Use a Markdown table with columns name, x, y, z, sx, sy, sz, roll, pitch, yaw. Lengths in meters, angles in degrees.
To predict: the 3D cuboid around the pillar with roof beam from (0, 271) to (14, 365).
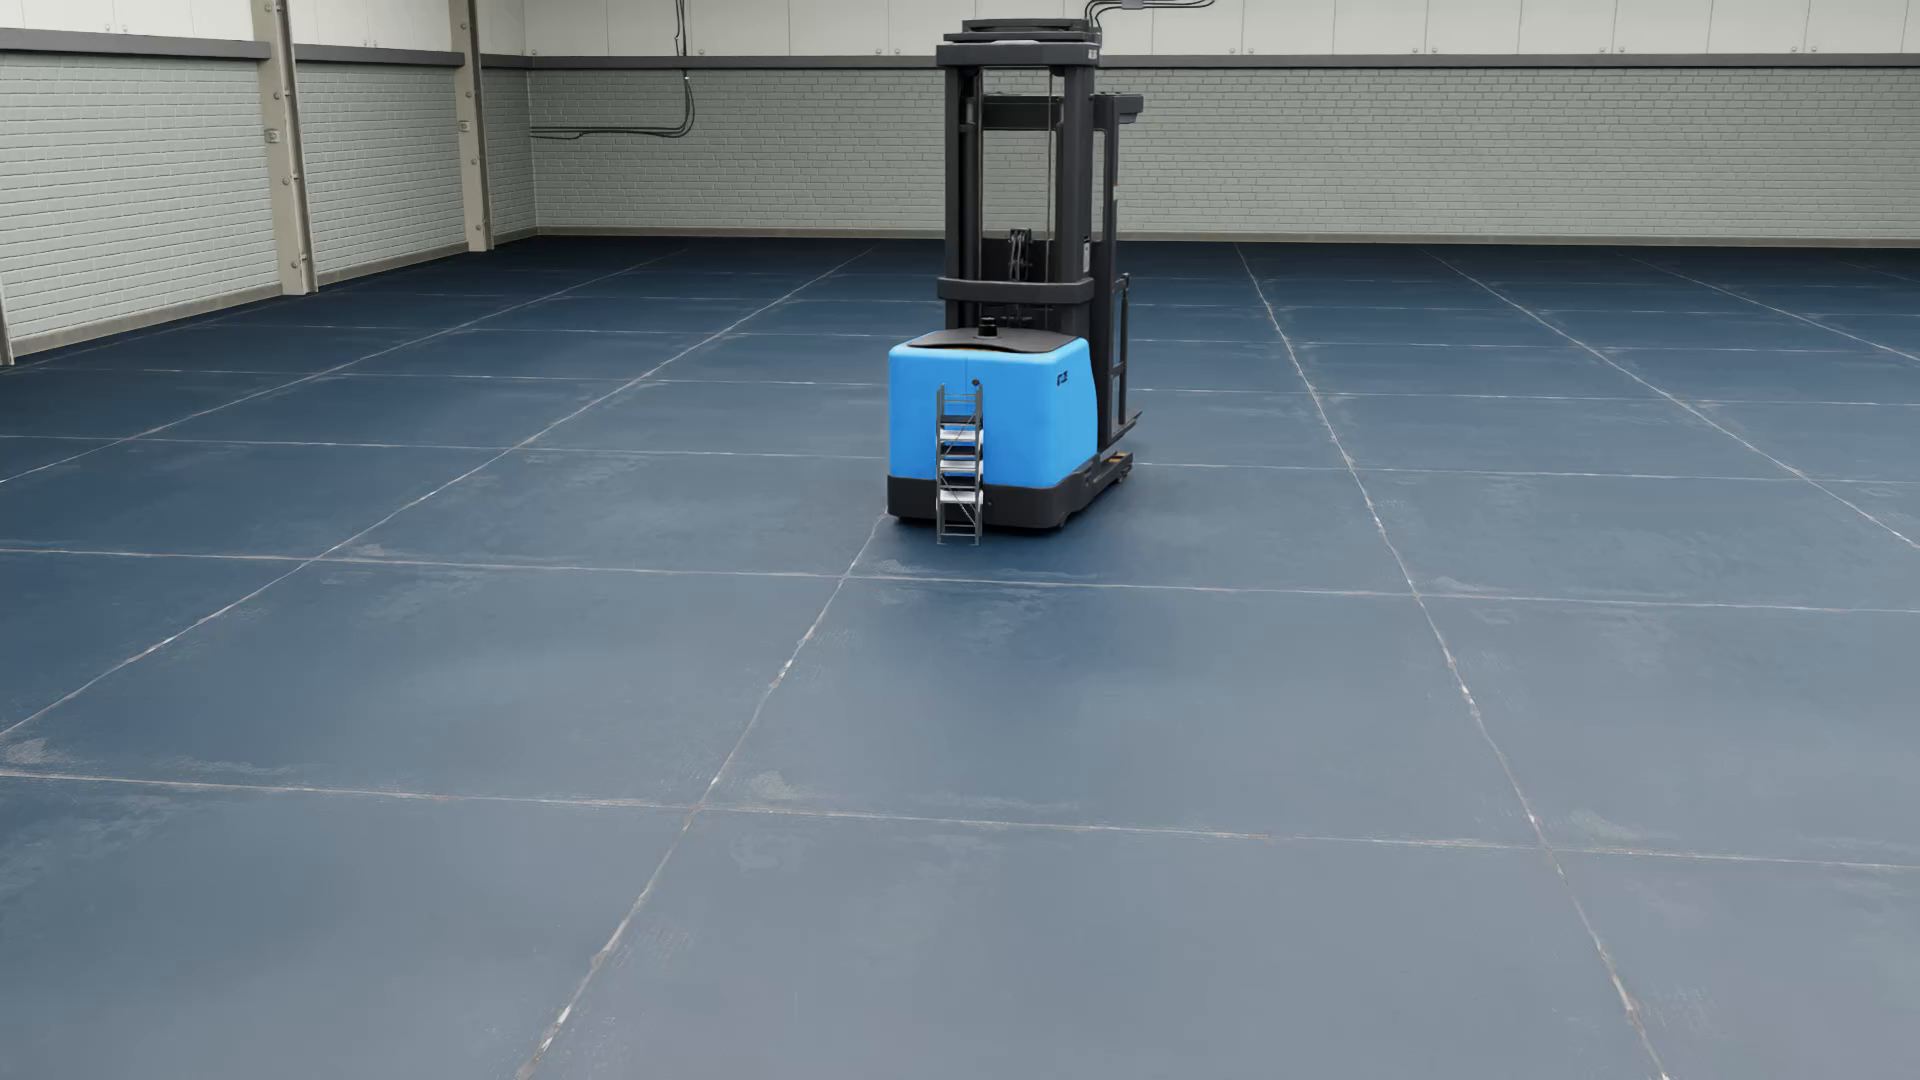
| name | x | y | z | sx | sy | sz | roll | pitch | yaw |
| --- | --- | --- | --- | --- | --- | --- | --- | --- | --- |
| pillar with roof beam | -4.919 | -5.849 | 14.055 | 9.100 | 9.000 | 0.400 | 2 | 15 | 6 |

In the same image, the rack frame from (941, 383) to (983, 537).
| name | x | y | z | sx | sy | sz | roll | pitch | yaw |
| --- | --- | --- | --- | --- | --- | --- | --- | --- | --- |
| rack frame | 0.011 | -0.459 | 9.634 | 0.240 | 0.900 | 0.006 | 2 | 15 | 6 |

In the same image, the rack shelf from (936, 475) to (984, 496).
| name | x | y | z | sx | sy | sz | roll | pitch | yaw |
| --- | --- | --- | --- | --- | --- | --- | --- | --- | --- |
| rack shelf | -0.001 | -0.313 | 9.569 | 0.258 | 0.077 | 0.200 | 2 | 15 | 6 |

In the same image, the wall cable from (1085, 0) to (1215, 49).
| name | x | y | z | sx | sy | sz | roll | pitch | yaw |
| --- | --- | --- | --- | --- | --- | --- | --- | --- | --- |
| wall cable | 3.235 | -11.172 | 27.223 | 2.305 | 6.003 | 0.169 | 2 | 15 | 6 |

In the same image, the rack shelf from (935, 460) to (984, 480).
| name | x | y | z | sx | sy | sz | roll | pitch | yaw |
| --- | --- | --- | --- | --- | --- | --- | --- | --- | --- |
| rack shelf | -0.001 | -0.400 | 9.546 | 0.258 | 0.077 | 0.200 | 2 | 15 | 6 |

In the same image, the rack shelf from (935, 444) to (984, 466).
| name | x | y | z | sx | sy | sz | roll | pitch | yaw |
| --- | --- | --- | --- | --- | --- | --- | --- | --- | --- |
| rack shelf | -0.001 | -0.487 | 9.522 | 0.258 | 0.077 | 0.200 | 2 | 15 | 6 |

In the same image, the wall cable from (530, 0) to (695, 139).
| name | x | y | z | sx | sy | sz | roll | pitch | yaw |
| --- | --- | --- | --- | --- | --- | --- | --- | --- | --- |
| wall cable | -6.196 | -8.315 | 29.121 | 3.097 | 2.526 | 0.112 | 2 | 15 | 6 |

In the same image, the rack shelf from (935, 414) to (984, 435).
| name | x | y | z | sx | sy | sz | roll | pitch | yaw |
| --- | --- | --- | --- | --- | --- | --- | --- | --- | --- |
| rack shelf | -0.001 | -0.661 | 9.475 | 0.258 | 0.077 | 0.200 | 2 | 15 | 6 |

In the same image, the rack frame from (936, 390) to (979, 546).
| name | x | y | z | sx | sy | sz | roll | pitch | yaw |
| --- | --- | --- | --- | --- | --- | --- | --- | --- | --- |
| rack frame | -0.012 | -0.406 | 9.439 | 0.240 | 0.900 | 0.006 | 2 | 15 | 6 |

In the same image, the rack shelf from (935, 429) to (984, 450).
| name | x | y | z | sx | sy | sz | roll | pitch | yaw |
| --- | --- | --- | --- | --- | --- | --- | --- | --- | --- |
| rack shelf | -0.001 | -0.574 | 9.499 | 0.258 | 0.077 | 0.200 | 2 | 15 | 6 |

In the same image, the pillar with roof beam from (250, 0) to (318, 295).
| name | x | y | z | sx | sy | sz | roll | pitch | yaw |
| --- | --- | --- | --- | --- | --- | --- | --- | --- | --- |
| pillar with roof beam | -4.242 | -7.406 | 19.810 | 9.100 | 9.000 | 0.400 | 2 | 15 | 6 |

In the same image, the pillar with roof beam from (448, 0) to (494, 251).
| name | x | y | z | sx | sy | sz | roll | pitch | yaw |
| --- | --- | --- | --- | --- | --- | --- | --- | --- | --- |
| pillar with roof beam | -3.565 | -8.962 | 25.565 | 9.100 | 9.000 | 0.400 | 2 | 15 | 6 |

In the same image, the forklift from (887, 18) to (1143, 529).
| name | x | y | z | sx | sy | sz | roll | pitch | yaw |
| --- | --- | --- | --- | --- | --- | --- | --- | --- | --- |
| forklift | 0.532 | -1.822 | 10.784 | 1.130 | 2.935 | 3.031 | 5 | 16 | 19 |

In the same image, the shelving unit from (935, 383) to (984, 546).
| name | x | y | z | sx | sy | sz | roll | pitch | yaw |
| --- | --- | --- | --- | --- | --- | --- | --- | --- | --- |
| shelving unit | -0.001 | -0.432 | 9.537 | 0.258 | 0.900 | 0.210 | 2 | 15 | 6 |

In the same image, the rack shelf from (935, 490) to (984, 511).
| name | x | y | z | sx | sy | sz | roll | pitch | yaw |
| --- | --- | --- | --- | --- | --- | --- | --- | --- | --- |
| rack shelf | -0.001 | -0.226 | 9.592 | 0.258 | 0.077 | 0.200 | 2 | 15 | 6 |
